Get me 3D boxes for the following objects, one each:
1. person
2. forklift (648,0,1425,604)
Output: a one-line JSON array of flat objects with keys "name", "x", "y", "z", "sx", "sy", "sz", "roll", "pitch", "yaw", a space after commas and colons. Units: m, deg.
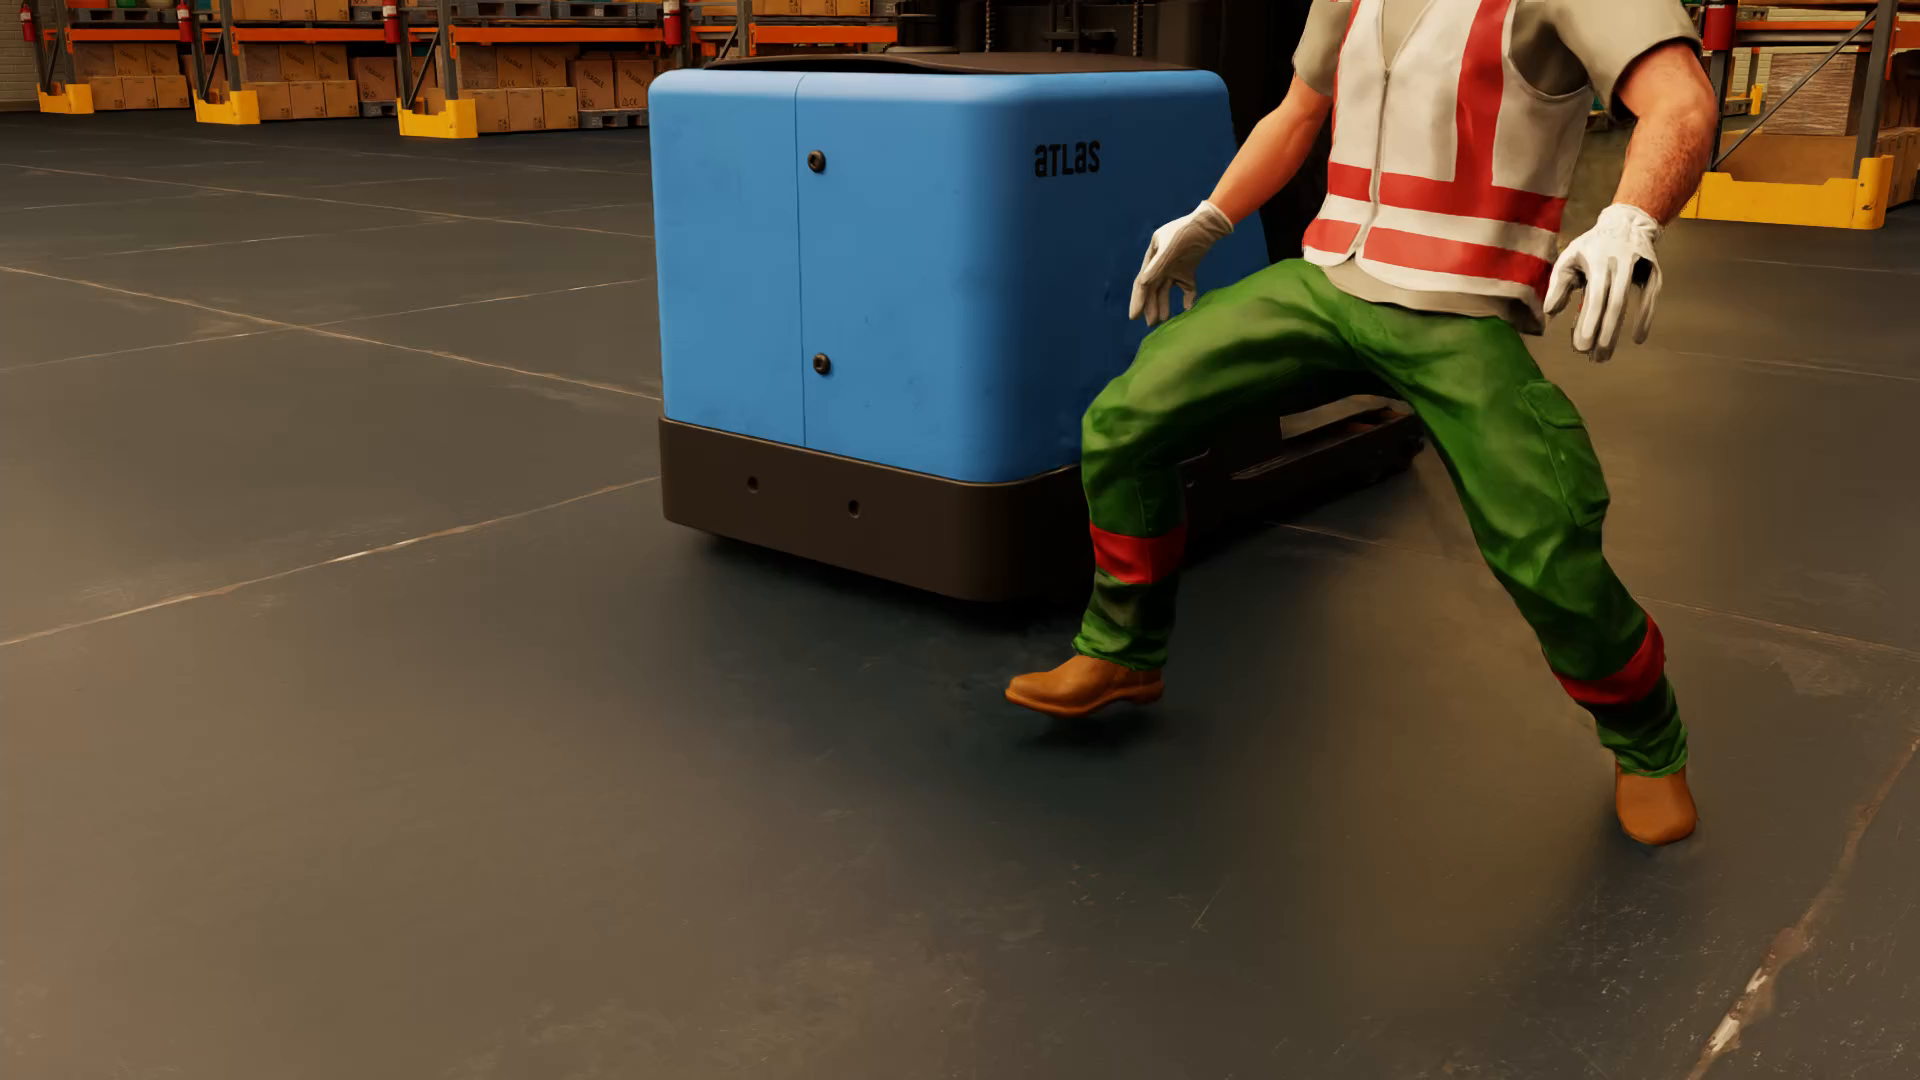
[{"name": "person", "x": 0.674, "y": -0.369, "z": 2.438, "sx": 0.833, "sy": 1.636, "sz": 1.009, "roll": -11, "pitch": 20, "yaw": -32}, {"name": "forklift", "x": 0.632, "y": -1.633, "z": 4.277, "sx": 1.130, "sy": 2.935, "sz": 3.031, "roll": 14, "pitch": 22, "yaw": 38}]
